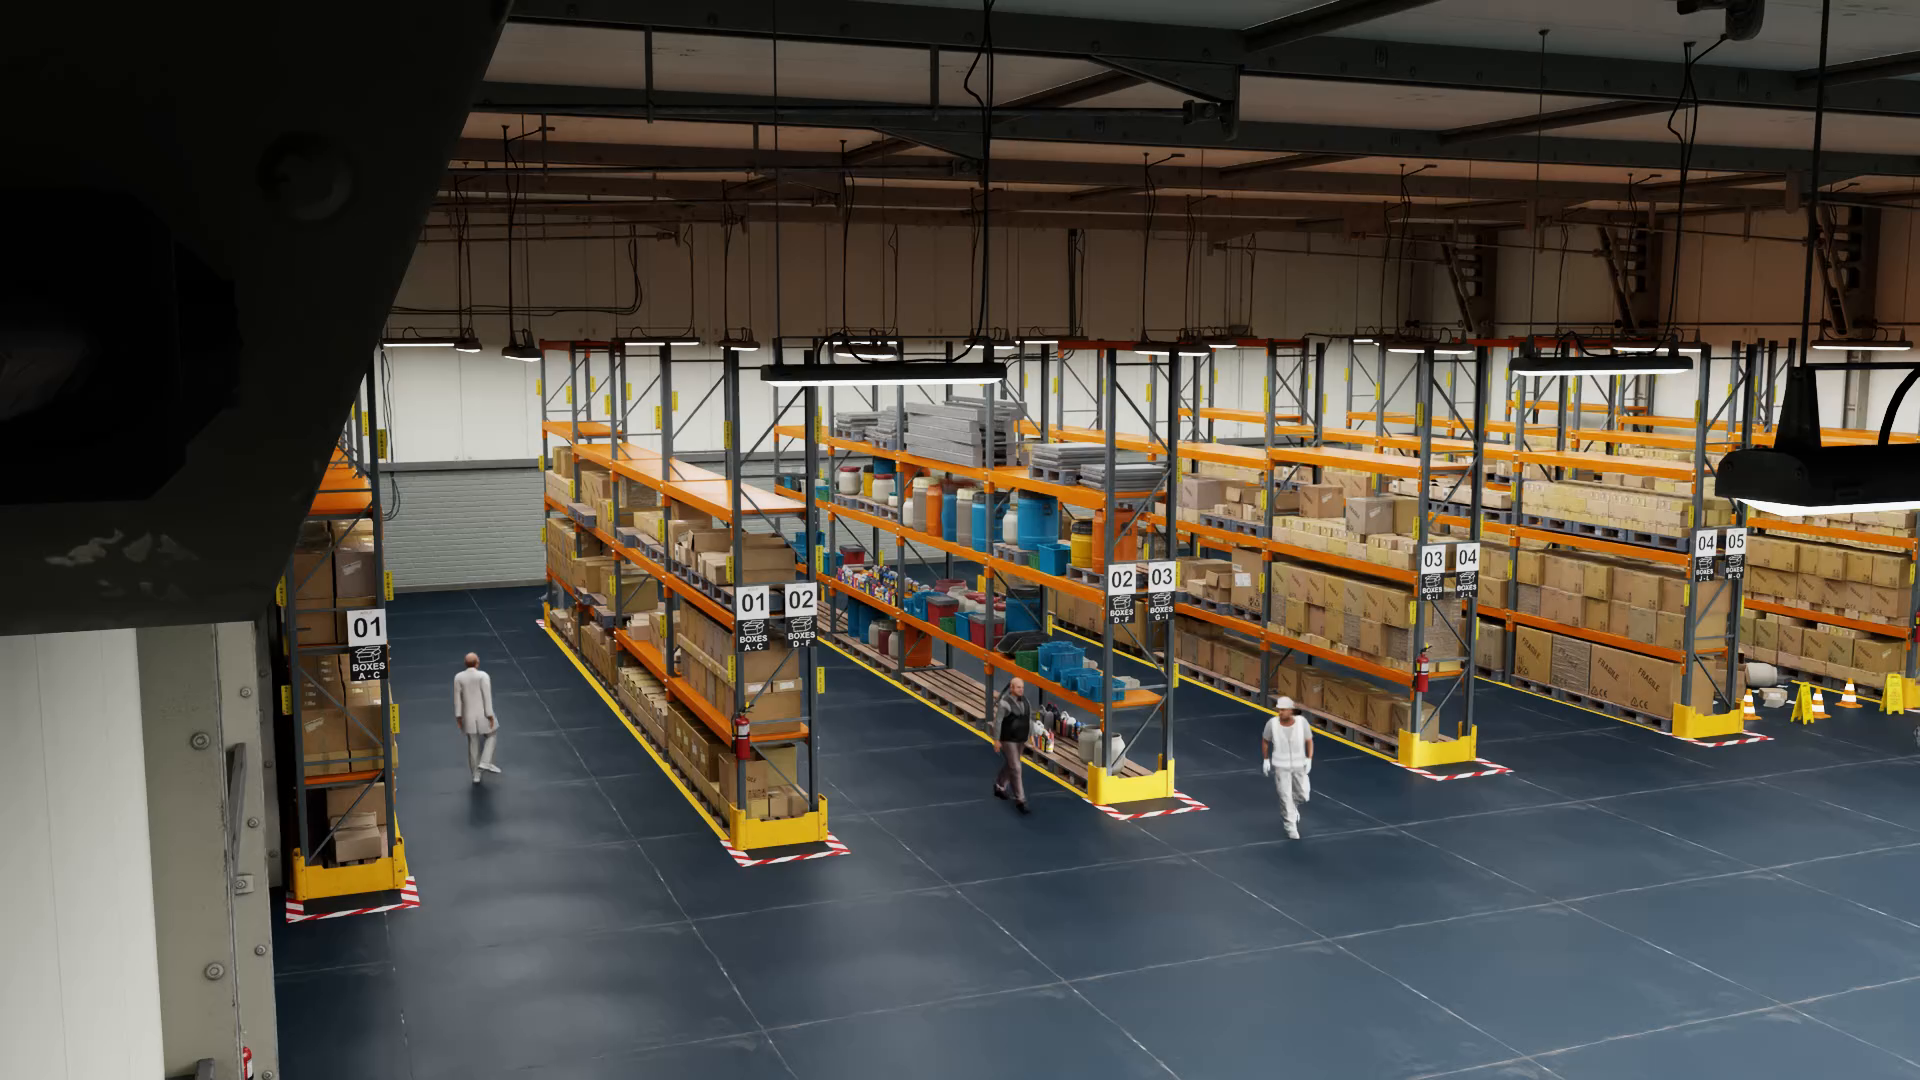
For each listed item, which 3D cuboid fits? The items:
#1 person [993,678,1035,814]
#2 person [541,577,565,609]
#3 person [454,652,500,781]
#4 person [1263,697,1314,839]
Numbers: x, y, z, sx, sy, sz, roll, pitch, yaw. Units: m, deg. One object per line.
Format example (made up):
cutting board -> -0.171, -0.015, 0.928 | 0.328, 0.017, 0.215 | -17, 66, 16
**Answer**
person -> 0.740, 2.647, 21.847 | 0.884, 1.698, 0.554 | 7, 10, 41
person -> -8.870, 0.767, 36.445 | 0.794, 1.641, 0.455 | 2, 8, 17
person -> -6.719, 2.499, 23.100 | 0.617, 1.668, 0.555 | -1, 7, -7
person -> 4.075, 2.787, 20.678 | 0.604, 1.752, 0.689 | 0, 7, 1
